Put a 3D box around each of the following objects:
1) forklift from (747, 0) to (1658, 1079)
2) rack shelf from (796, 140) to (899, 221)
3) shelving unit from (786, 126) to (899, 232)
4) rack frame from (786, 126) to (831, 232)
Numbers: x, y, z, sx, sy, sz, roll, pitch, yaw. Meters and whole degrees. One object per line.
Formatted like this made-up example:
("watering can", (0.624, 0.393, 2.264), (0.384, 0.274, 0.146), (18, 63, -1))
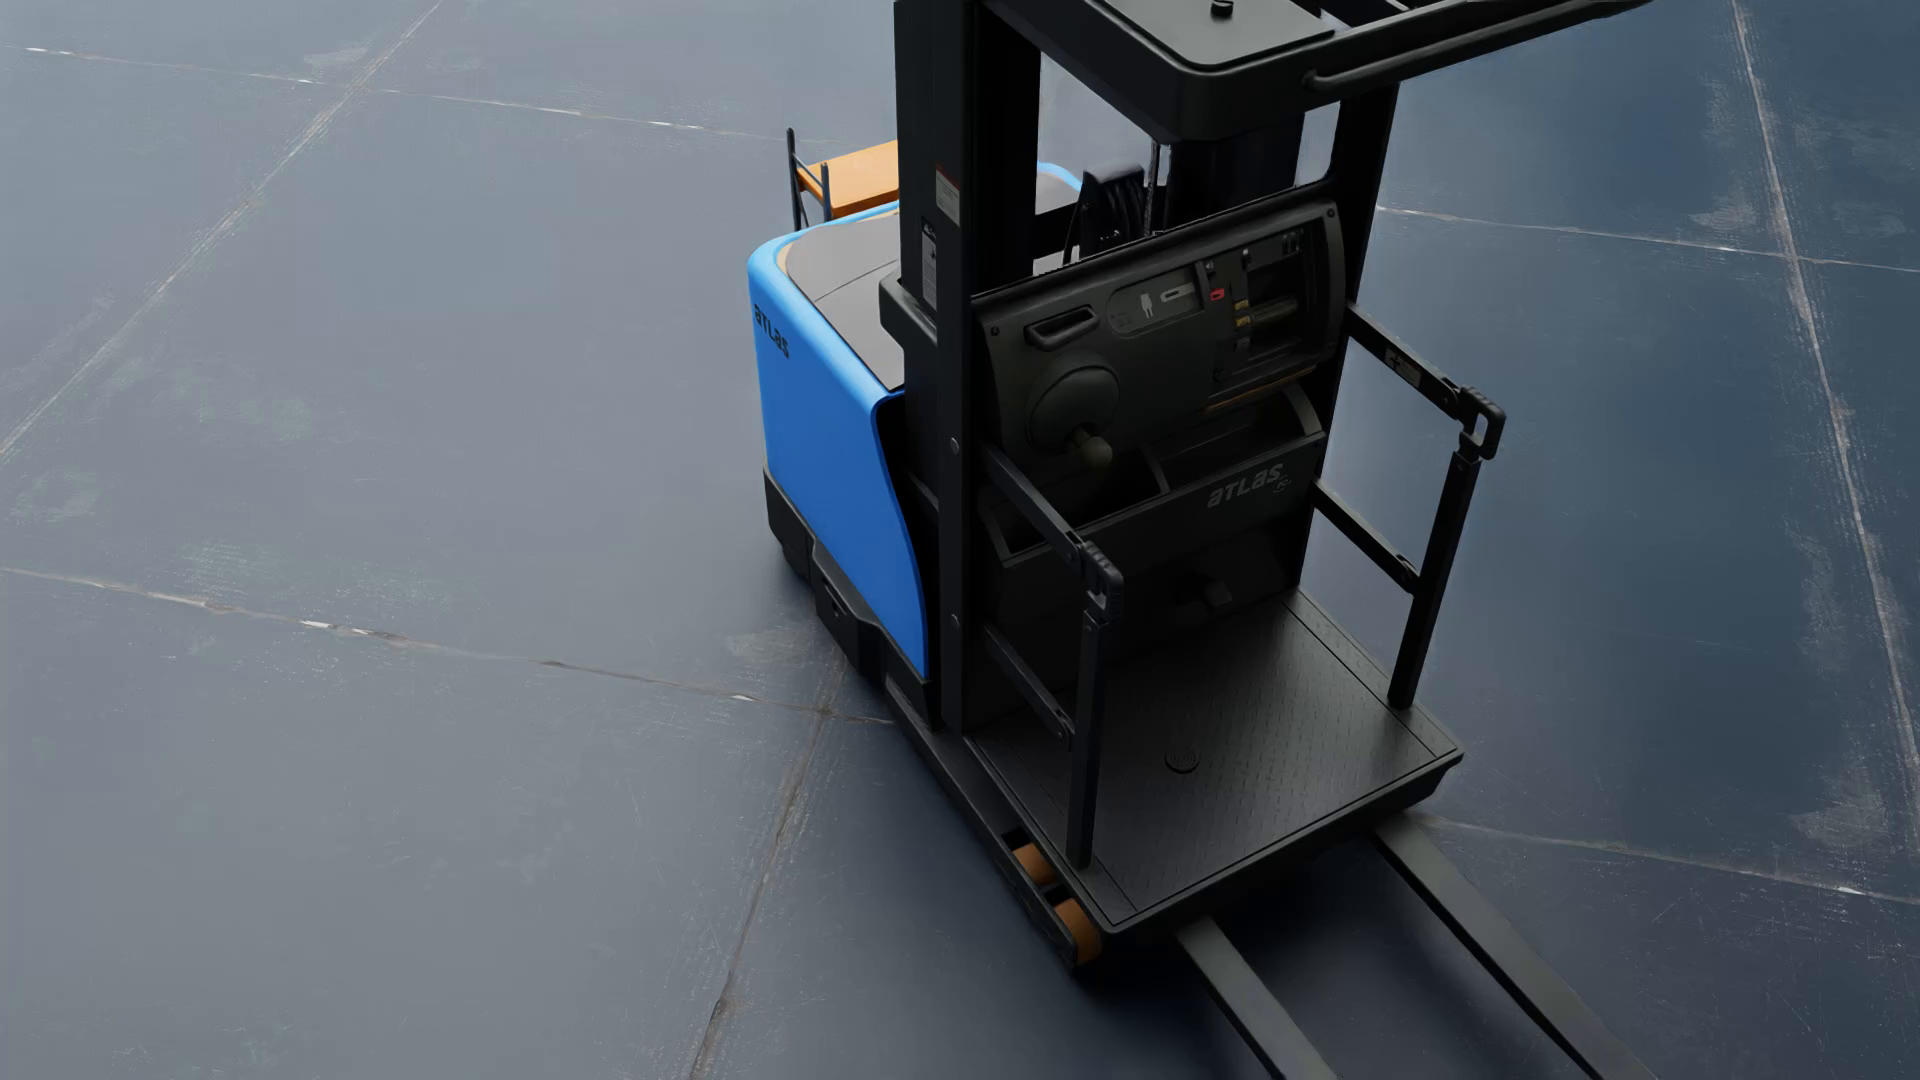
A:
("forklift", (0.574, -0.367, 3.518), (1.130, 2.935, 3.031), (-22, 48, -21))
("rack shelf", (-0.219, -1.042, 4.900), (0.480, 0.148, 0.258), (-22, 48, -21))
("shelving unit", (-0.218, -0.758, 5.172), (0.503, 1.200, 0.258), (-22, 48, -21))
("rack frame", (-0.430, -0.674, 5.084), (0.015, 1.200, 0.240), (-22, 48, -21))
